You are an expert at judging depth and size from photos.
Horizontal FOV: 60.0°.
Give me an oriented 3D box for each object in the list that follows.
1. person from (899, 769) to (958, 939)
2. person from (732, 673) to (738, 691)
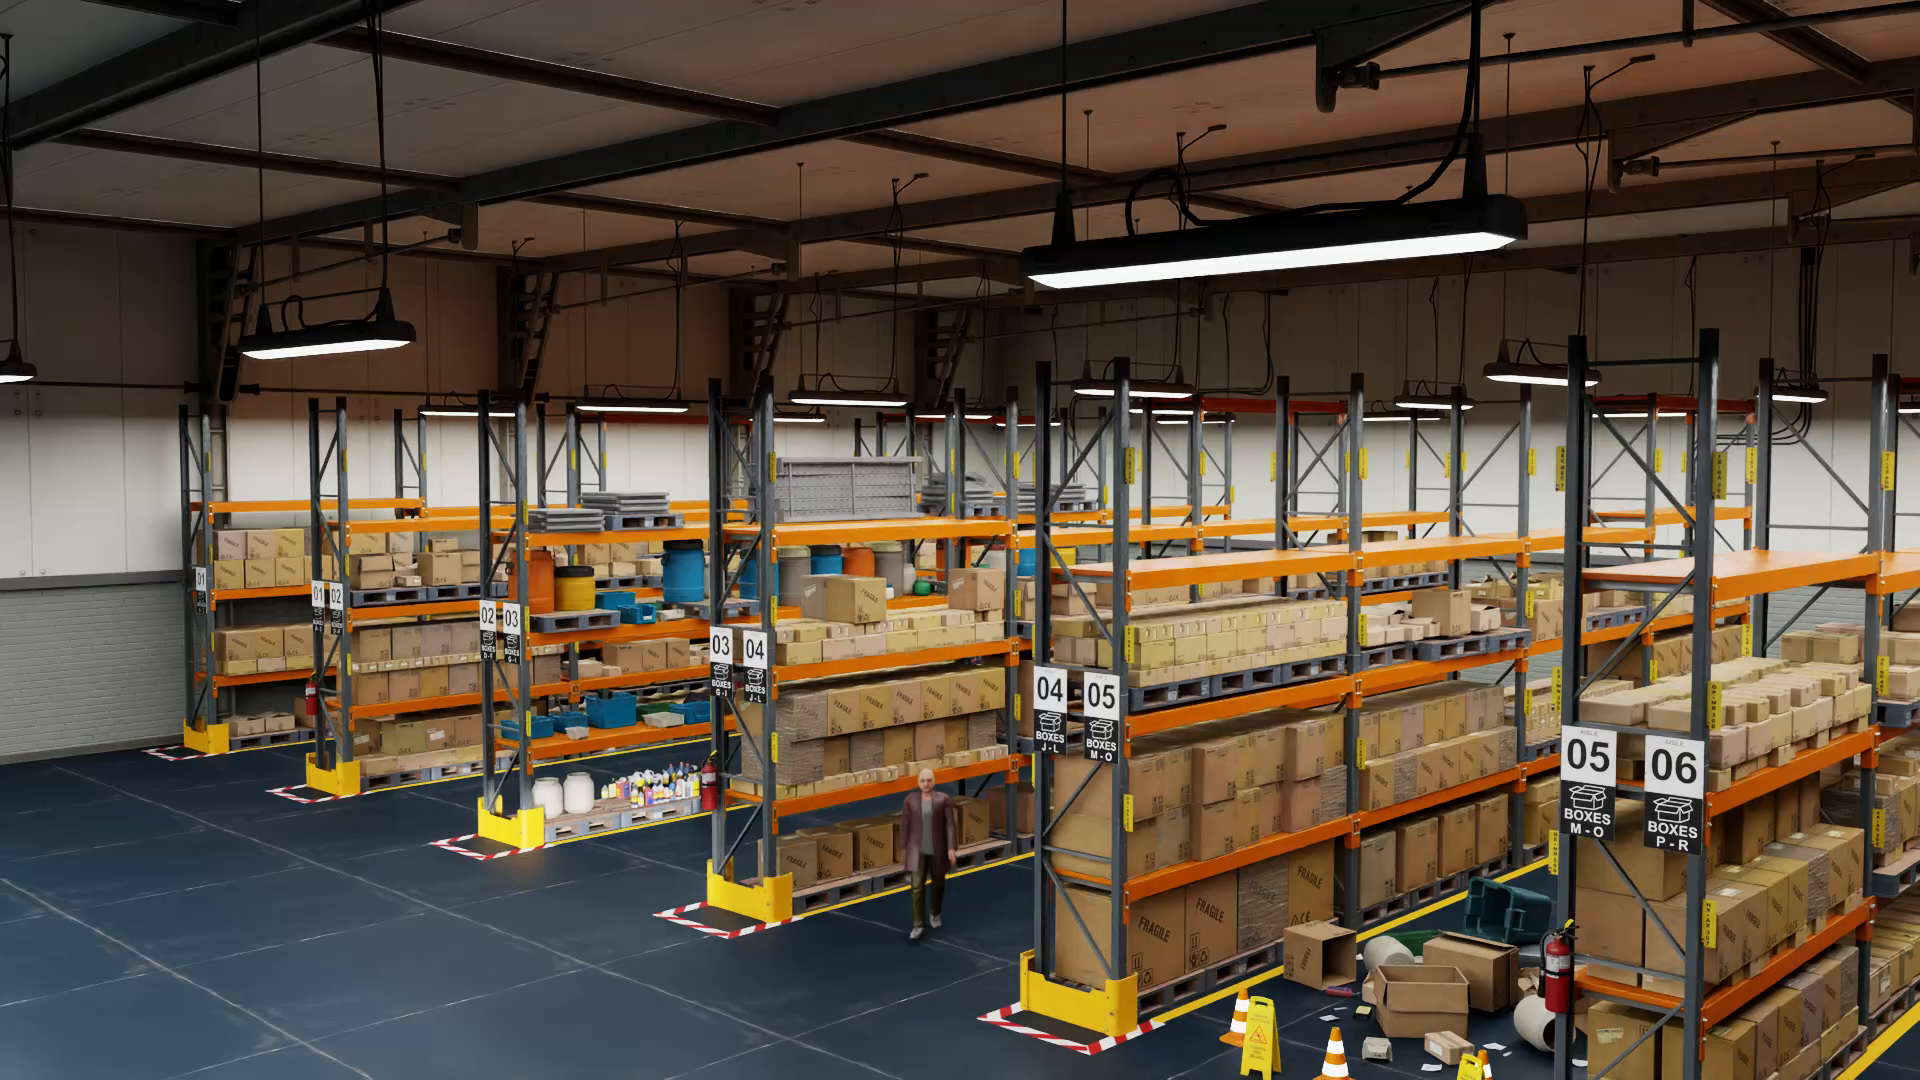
[{"bbox_3d":[-0.344,3.347,17.905,0.636,1.787,0.837,0,3,-2],"label":"person"},{"bbox_3d":[-4.784,2.444,35.189,0.550,1.706,1.143,1,3,25],"label":"person"}]
